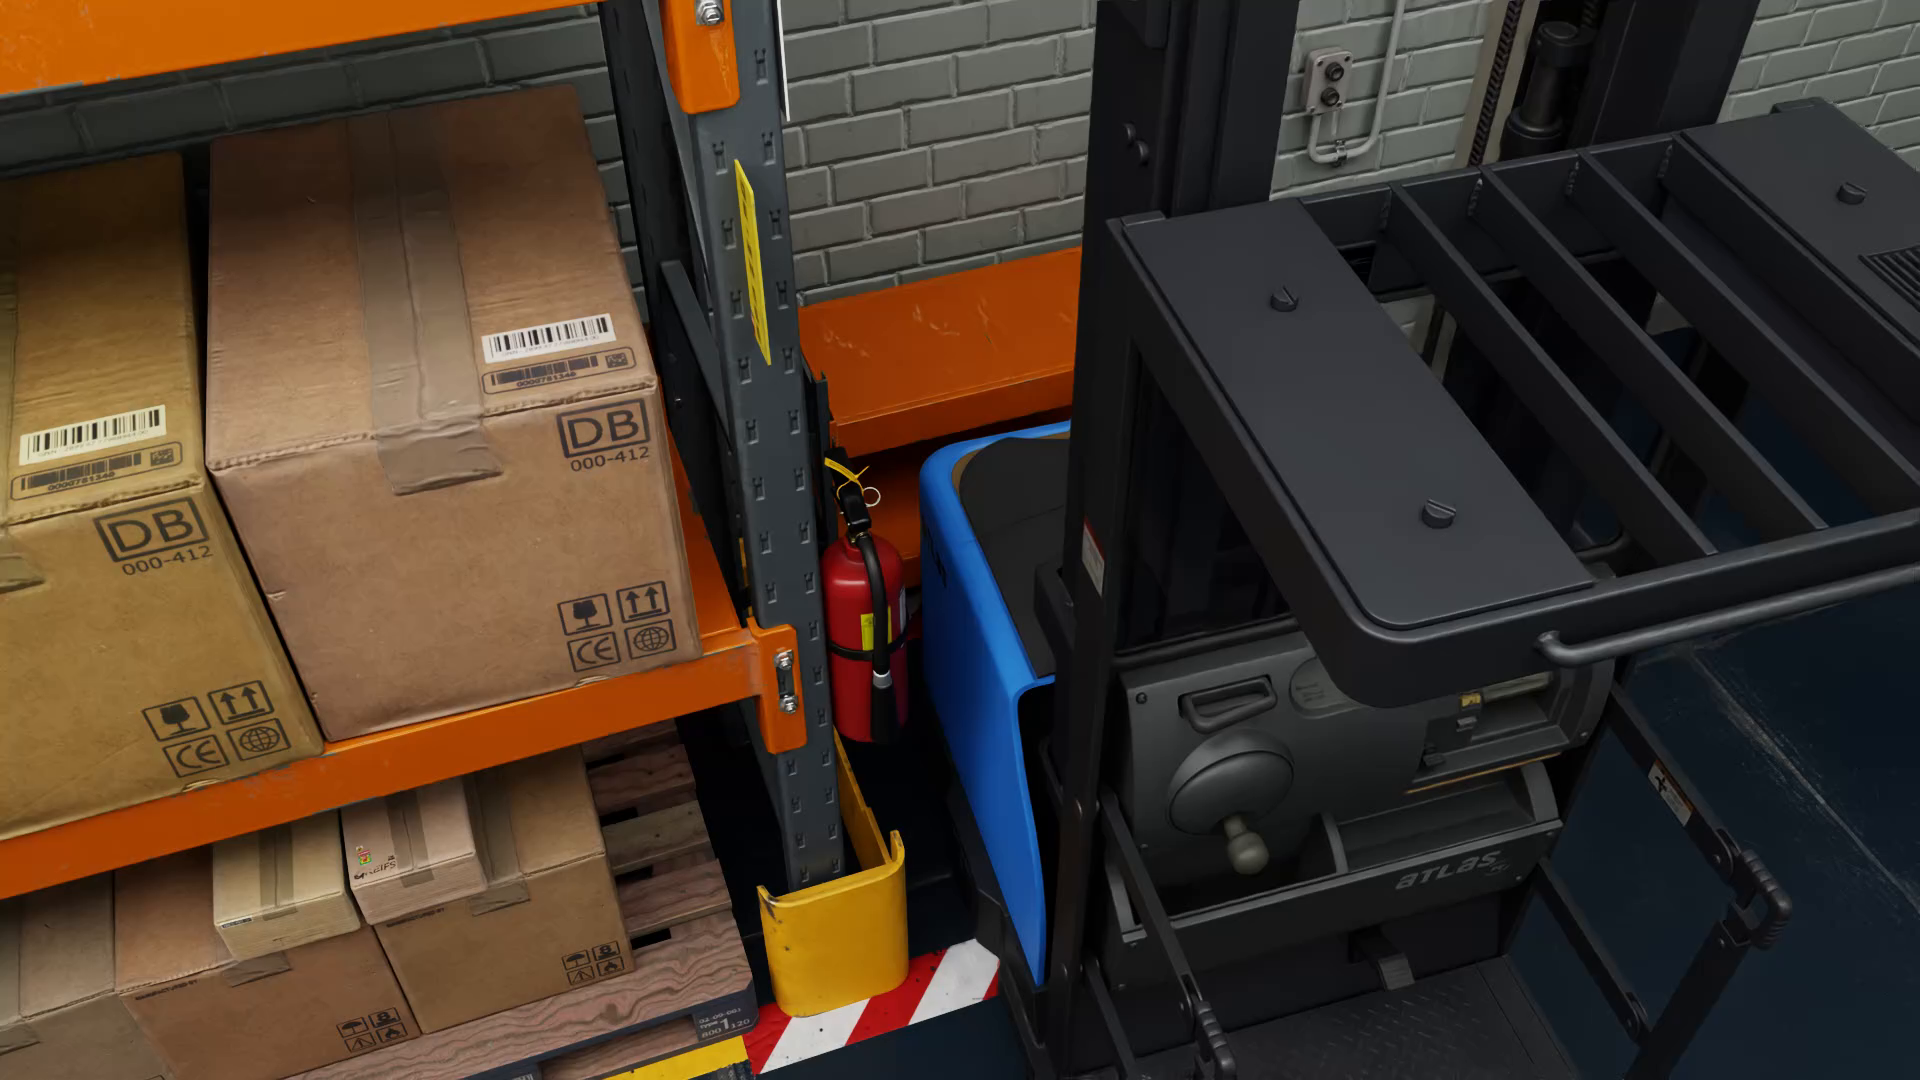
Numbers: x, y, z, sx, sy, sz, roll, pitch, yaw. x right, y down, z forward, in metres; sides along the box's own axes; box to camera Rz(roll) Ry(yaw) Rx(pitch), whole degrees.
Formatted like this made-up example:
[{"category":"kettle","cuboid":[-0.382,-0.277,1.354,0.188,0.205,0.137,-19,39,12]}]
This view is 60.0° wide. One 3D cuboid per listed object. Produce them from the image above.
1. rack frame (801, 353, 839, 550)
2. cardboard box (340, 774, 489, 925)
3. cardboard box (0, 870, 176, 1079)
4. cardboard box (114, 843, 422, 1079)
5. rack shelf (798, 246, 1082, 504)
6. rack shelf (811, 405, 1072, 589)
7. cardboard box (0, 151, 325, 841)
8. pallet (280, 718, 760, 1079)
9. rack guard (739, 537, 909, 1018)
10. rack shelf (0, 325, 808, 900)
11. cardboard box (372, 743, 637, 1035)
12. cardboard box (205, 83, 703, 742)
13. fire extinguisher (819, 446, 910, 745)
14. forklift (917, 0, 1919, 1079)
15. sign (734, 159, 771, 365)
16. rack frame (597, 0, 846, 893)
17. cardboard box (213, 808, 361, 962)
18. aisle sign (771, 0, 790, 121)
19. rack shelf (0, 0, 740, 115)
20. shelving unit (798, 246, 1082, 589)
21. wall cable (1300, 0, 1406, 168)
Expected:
[{"category":"rack frame","cuboid":[-0.423,-0.154,4.609,0.032,1.125,0.500,-15,47,-14]},{"category":"cardboard box","cuboid":[-1.175,0.595,3.550,0.250,0.149,0.380,-15,47,-14]},{"category":"cardboard box","cuboid":[-2.060,0.913,3.690,0.500,0.500,0.700,-16,47,-15]},{"category":"cardboard box","cuboid":[-1.587,0.792,3.811,0.500,0.500,0.700,-14,47,-14]},{"category":"rack shelf","cuboid":[0.055,-0.484,4.525,1.000,0.278,0.538,-15,47,-14]},{"category":"rack shelf","cuboid":[0.055,-0.105,4.906,1.000,0.278,0.538,-15,47,-14]},{"category":"cardboard box","cuboid":[-1.648,-0.092,3.012,0.700,0.700,0.980,-15,47,-14]},{"category":"pallet","cuboid":[-1.217,0.931,4.173,1.213,0.211,1.003,-14,47,-14]},{"category":"rack guard","cuboid":[-0.469,0.579,4.320,0.348,0.500,1.175,-14,47,-14]},{"category":"rack shelf","cuboid":[-2.373,0.437,3.204,4.000,0.370,1.077,-14,47,-14]},{"category":"cardboard box","cuboid":[-1.116,0.671,3.931,0.500,0.500,0.700,-14,47,-14]},{"category":"cardboard box","cuboid":[-0.968,-0.274,3.194,0.700,0.700,0.980,-12,46,-12]},{"category":"fire extinguisher","cuboid":[-0.193,0.132,3.318,0.183,0.674,0.296,-14,47,-14]},{"category":"forklift","cuboid":[0.794,0.409,2.773,1.130,2.935,3.031,-12,46,-12]},{"category":"sign","cuboid":[-0.320,-0.425,2.571,0.005,0.325,0.100,-14,47,-14]},{"category":"rack frame","cuboid":[-0.492,-0.298,3.429,0.127,3.000,1.000,-14,47,-14]},{"category":"cardboard box","cuboid":[-1.415,0.657,3.488,0.250,0.149,0.380,-13,47,-13]},{"category":"aisle sign","cuboid":[-0.322,-1.033,2.326,0.004,0.787,0.394,-14,47,-14]},{"category":"rack shelf","cuboid":[-2.373,-0.622,2.142,4.000,0.370,1.077,-14,47,-14]},{"category":"shelving unit","cuboid":[0.055,-0.278,4.733,1.048,1.125,0.538,-15,47,-14]},{"category":"wall cable","cuboid":[0.392,-1.594,4.004,1.851,1.984,0.084,-14,47,-14]}]
